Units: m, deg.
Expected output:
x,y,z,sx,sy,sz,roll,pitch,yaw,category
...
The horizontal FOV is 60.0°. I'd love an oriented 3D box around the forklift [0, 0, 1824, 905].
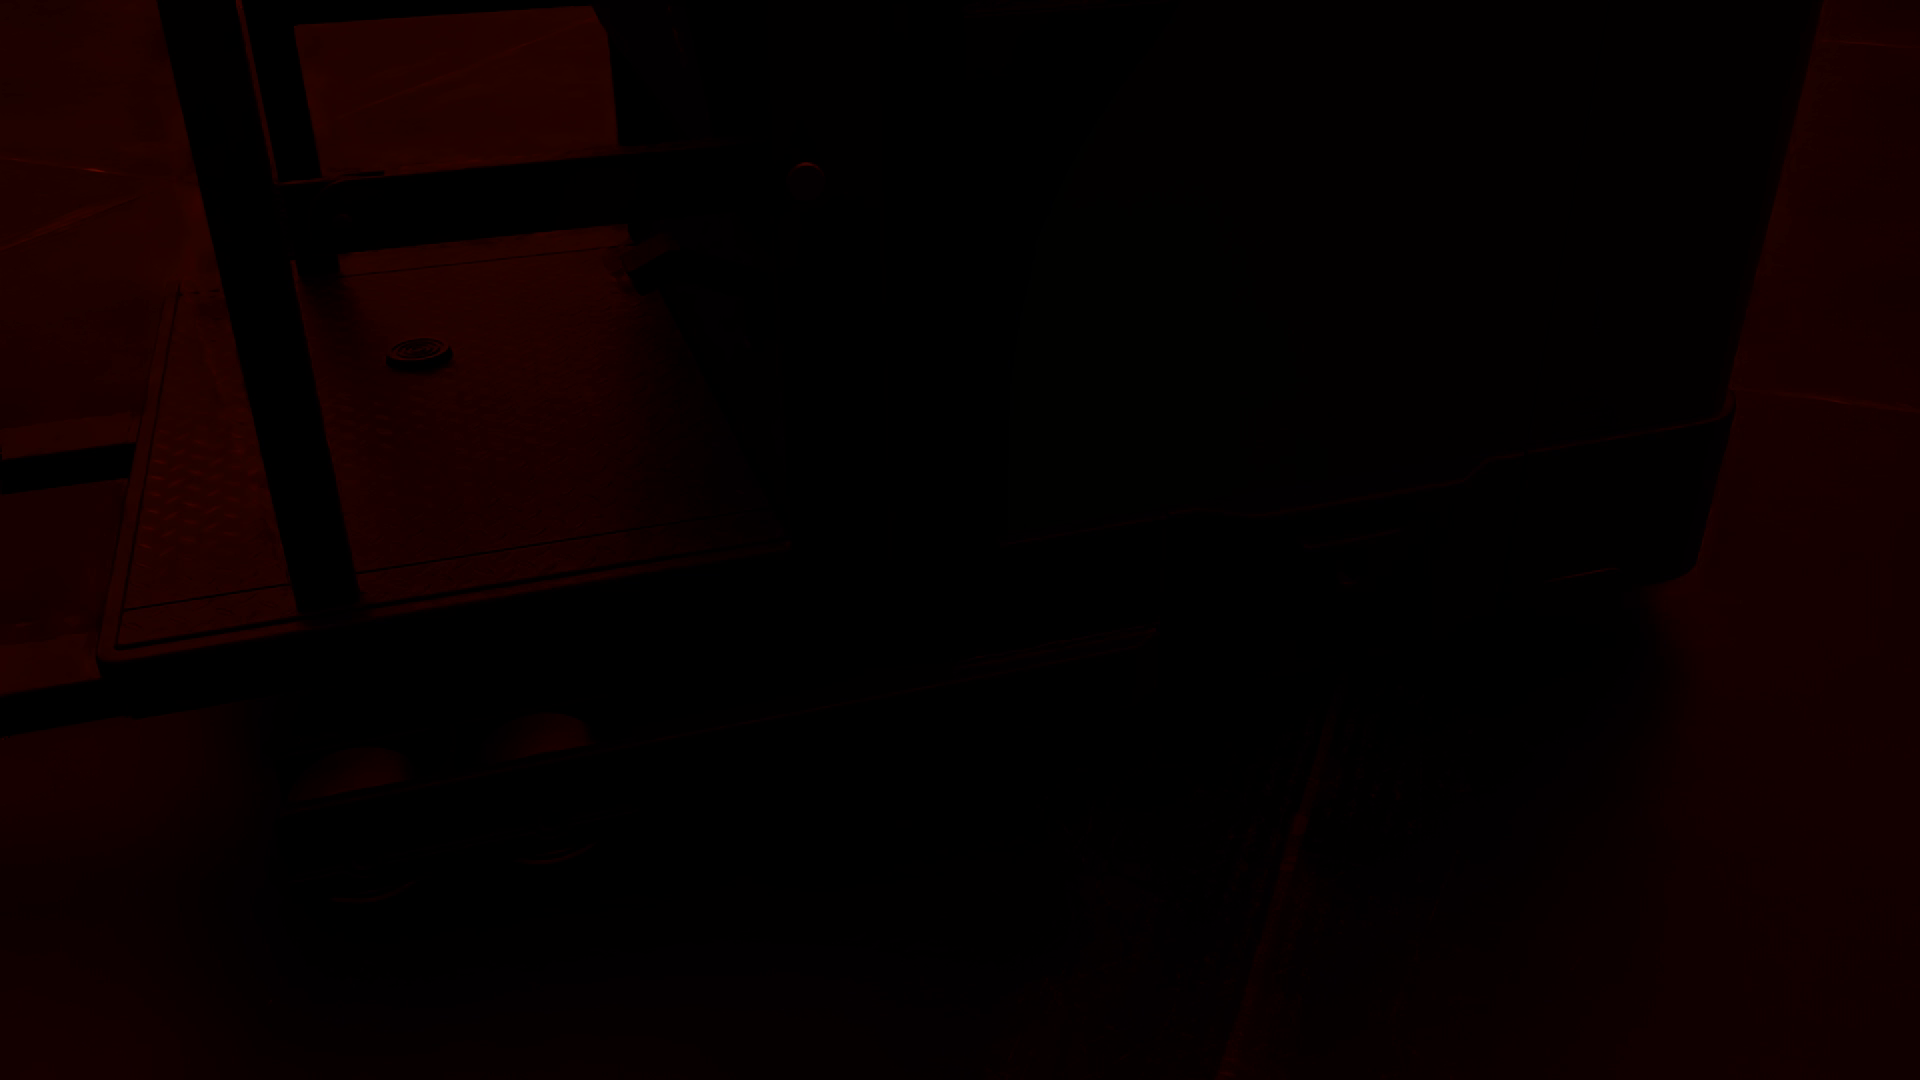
x,y,z,sx,sy,sz,roll,pitch,yaw,category
-0.543,-1.175,1.600,3.031,2.935,1.130,-10,31,-16,forklift
